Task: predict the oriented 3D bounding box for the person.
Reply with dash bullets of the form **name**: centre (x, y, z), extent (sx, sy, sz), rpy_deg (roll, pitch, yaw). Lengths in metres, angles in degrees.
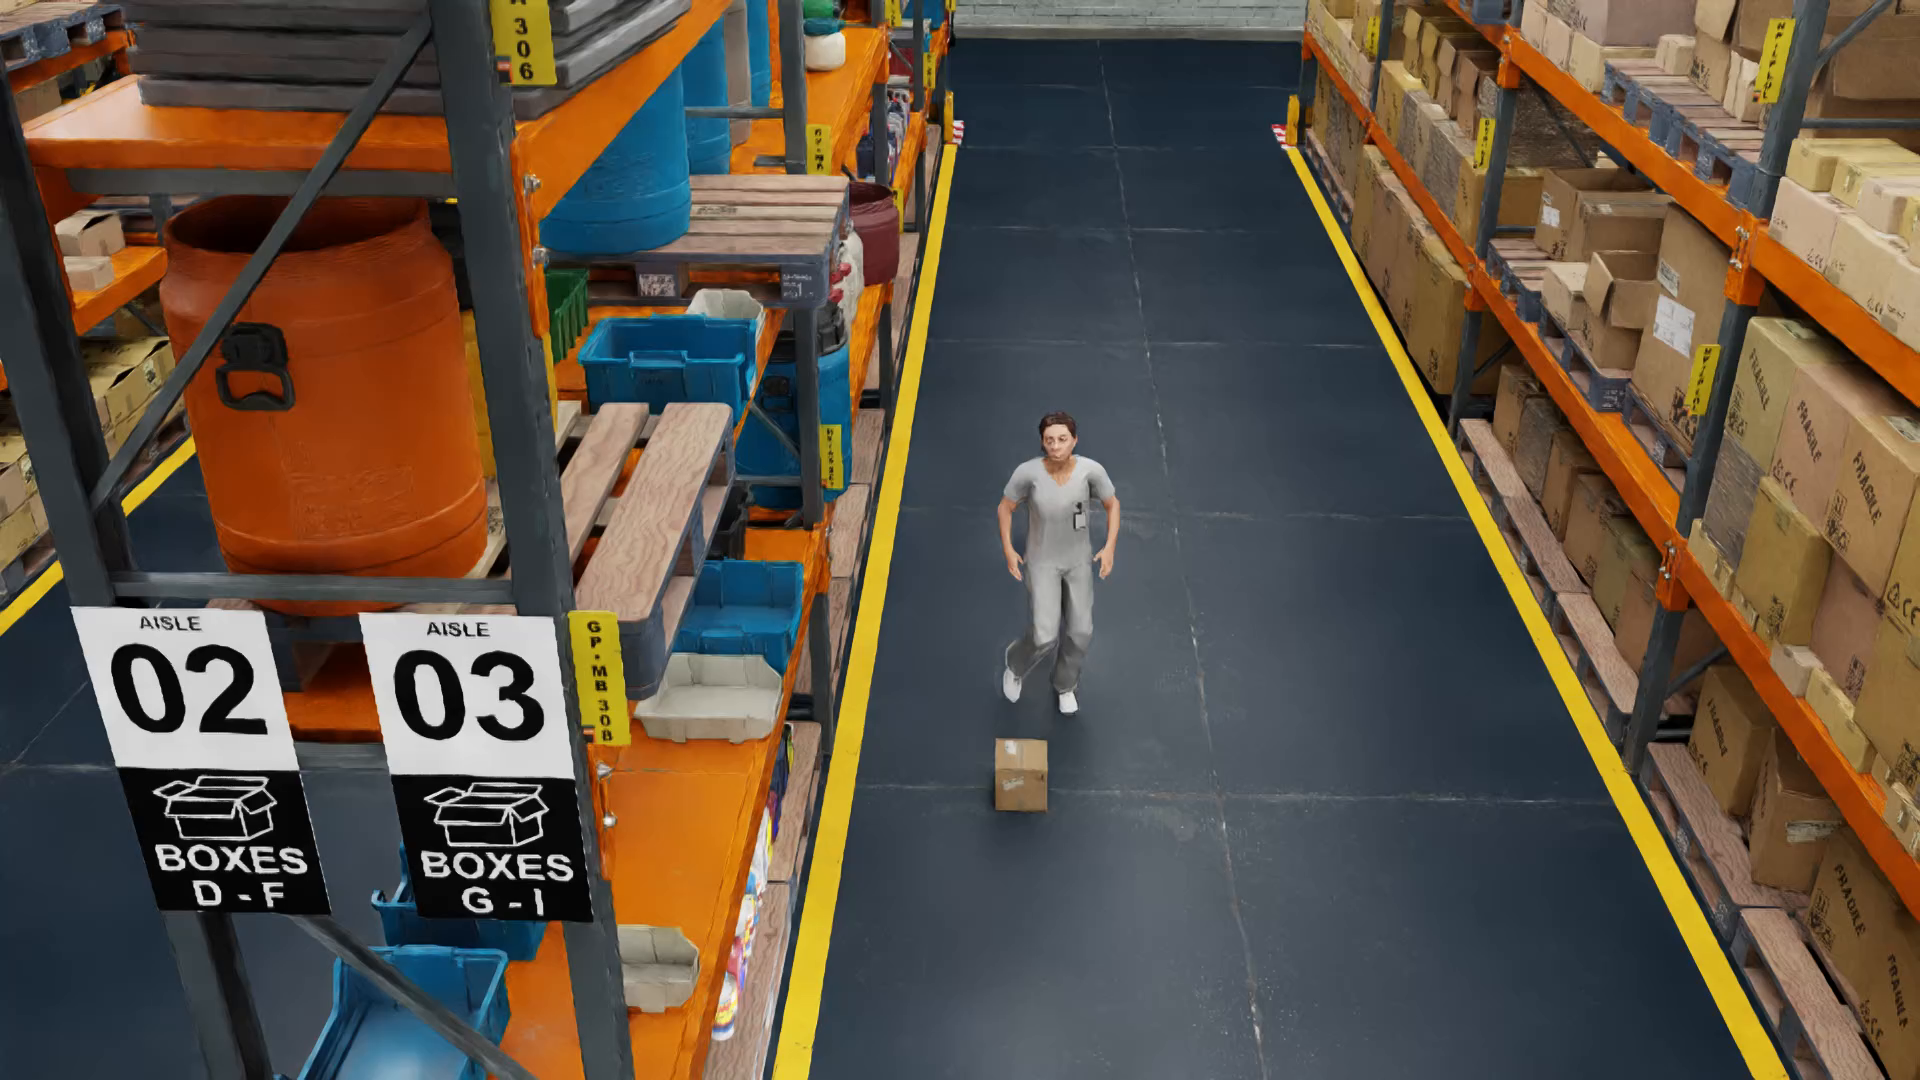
- **person**: centre (0.525, 0.137, 8.413), extent (0.612, 1.636, 0.469), rpy_deg (-7, 29, -12)
